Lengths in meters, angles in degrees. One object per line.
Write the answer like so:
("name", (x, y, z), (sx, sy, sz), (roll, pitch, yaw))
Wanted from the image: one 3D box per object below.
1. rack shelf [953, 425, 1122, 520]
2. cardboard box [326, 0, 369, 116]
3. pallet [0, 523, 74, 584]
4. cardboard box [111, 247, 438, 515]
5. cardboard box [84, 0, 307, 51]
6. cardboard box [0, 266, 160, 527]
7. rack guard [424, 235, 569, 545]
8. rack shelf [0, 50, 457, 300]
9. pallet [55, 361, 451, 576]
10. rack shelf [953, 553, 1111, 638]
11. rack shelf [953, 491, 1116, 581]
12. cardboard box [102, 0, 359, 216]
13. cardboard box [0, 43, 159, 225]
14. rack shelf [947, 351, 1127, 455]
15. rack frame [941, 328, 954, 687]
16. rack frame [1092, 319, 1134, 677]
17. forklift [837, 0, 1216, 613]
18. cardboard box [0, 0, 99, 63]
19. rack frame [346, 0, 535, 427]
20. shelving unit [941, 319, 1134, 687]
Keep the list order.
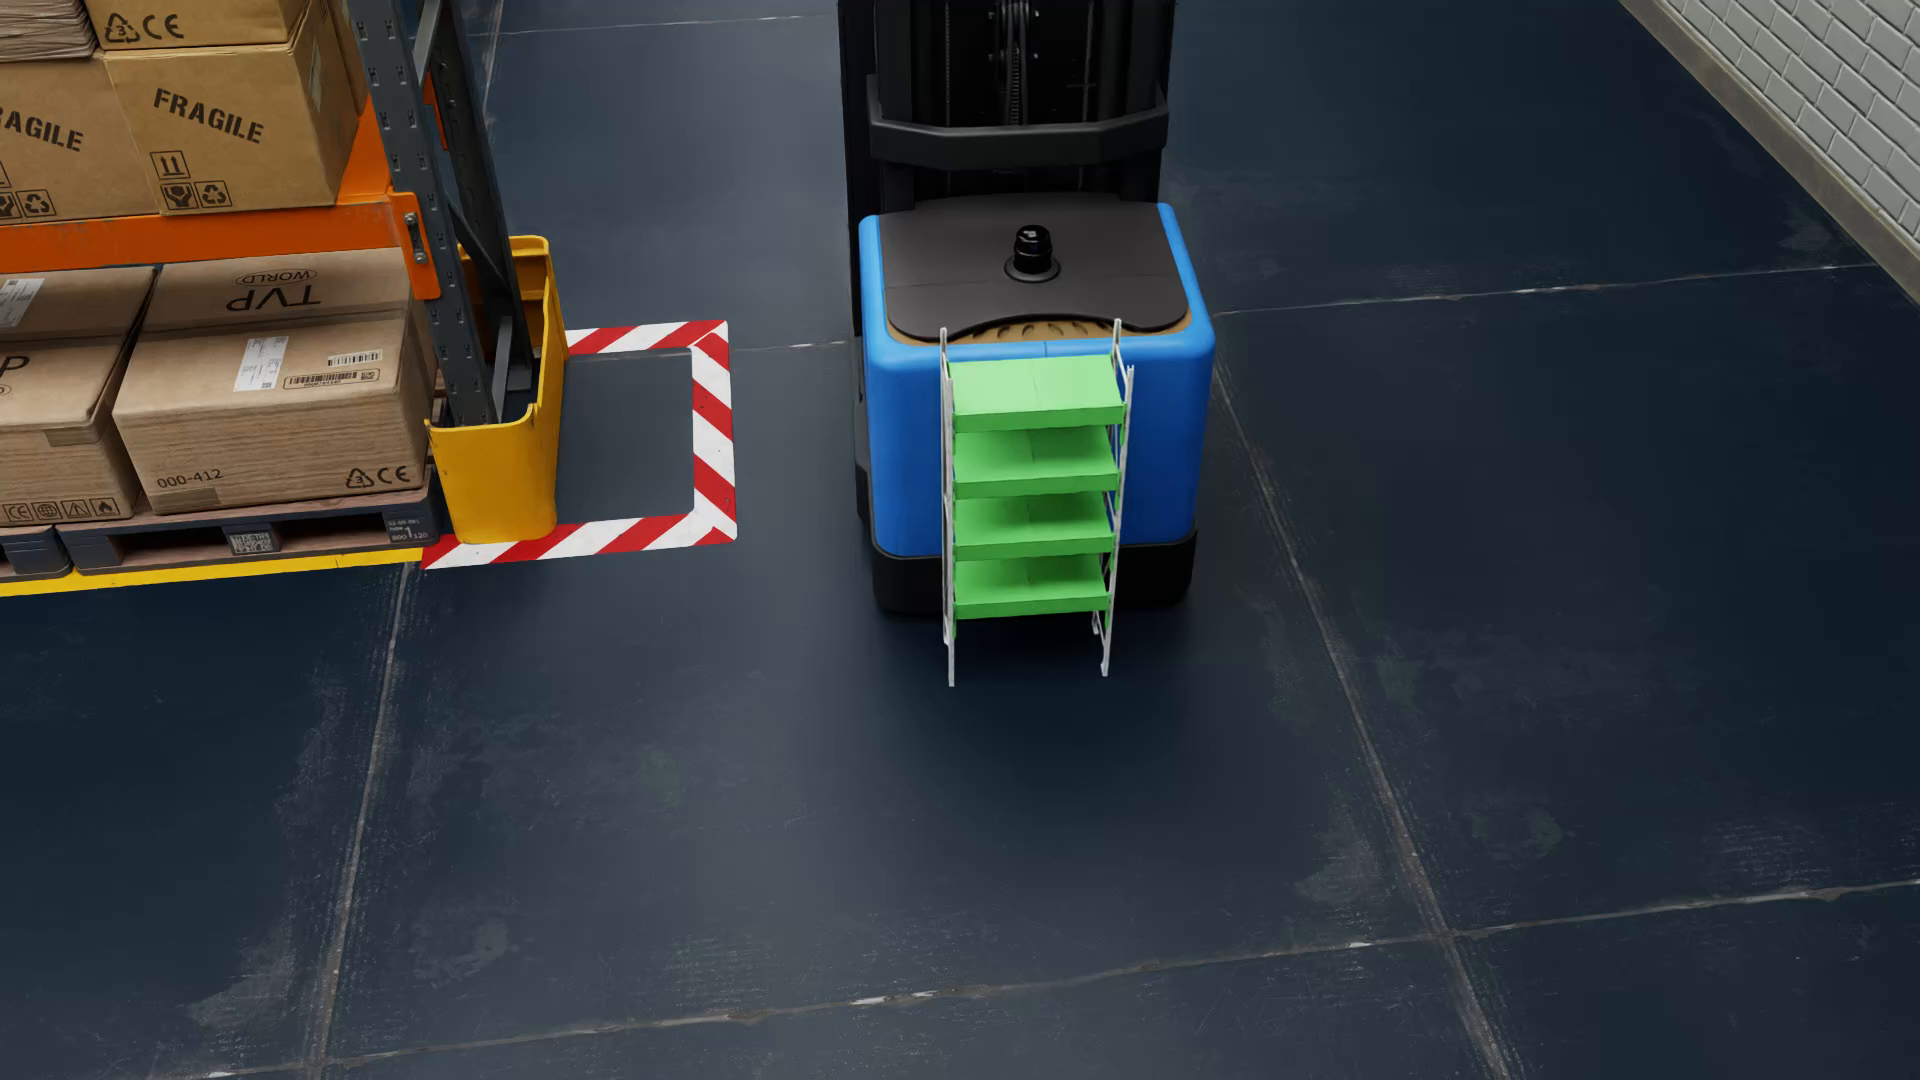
("rack shelf", (0.207, -0.208, 4.822), (0.480, 0.148, 0.258), (-3, 42, -4))
("cardboard box", (-2.186, -1.679, 5.297), (0.500, 0.500, 0.500), (-5, 42, -6))
("pallet", (-3.662, -0.232, 5.850), (1.213, 0.211, 1.003), (-5, 42, -6))
("cardboard box", (-2.314, -0.574, 5.746), (0.875, 0.438, 0.875), (-6, 42, -7))
("cardboard box", (-2.120, -1.701, 4.575), (0.500, 0.500, 0.500), (-4, 42, -4))
("cardboard box", (-3.220, -0.489, 5.652), (0.875, 0.438, 0.875), (-4, 42, -4))
("rack guard", (-1.649, -0.567, 6.005), (0.348, 0.500, 1.175), (-5, 42, -6))
("rack shelf", (-3.656, -1.052, 5.214), (4.000, 0.370, 1.077), (-5, 42, -6))
("pallet", (-2.455, -0.336, 5.965), (1.213, 0.211, 1.003), (-5, 42, -6))
("rack shelf", (0.207, 0.148, 5.144), (0.480, 0.148, 0.258), (-3, 42, -4))
("rack shelf", (0.207, -0.030, 4.983), (0.480, 0.148, 0.258), (-3, 42, -4))
("cardboard box", (-2.116, -1.312, 4.891), (0.500, 0.500, 0.500), (-5, 42, -5))
("cardboard box", (-2.616, -1.279, 4.854), (0.500, 0.500, 0.500), (-6, 42, -6))
("rack shelf", (0.207, -0.386, 4.661), (0.480, 0.148, 0.258), (-3, 42, -4))
("rack frame", (-0.036, -0.063, 4.924), (0.015, 1.200, 0.240), (-3, 42, -4))
("rack frame", (0.450, -0.092, 4.956), (0.015, 1.200, 0.240), (-3, 42, -4))
("forklift", (0.127, -1.831, 5.591), (1.130, 2.935, 3.031), (-3, 42, -3))
("cardboard box", (-2.634, -1.636, 4.504), (0.500, 0.500, 0.500), (-5, 42, -5))
("rack frame", (-1.672, -1.493, 5.166), (0.127, 3.000, 1.000), (-5, 42, -6))
("shelving unit", (0.207, -0.077, 4.940), (0.503, 1.200, 0.258), (-3, 42, -4))
